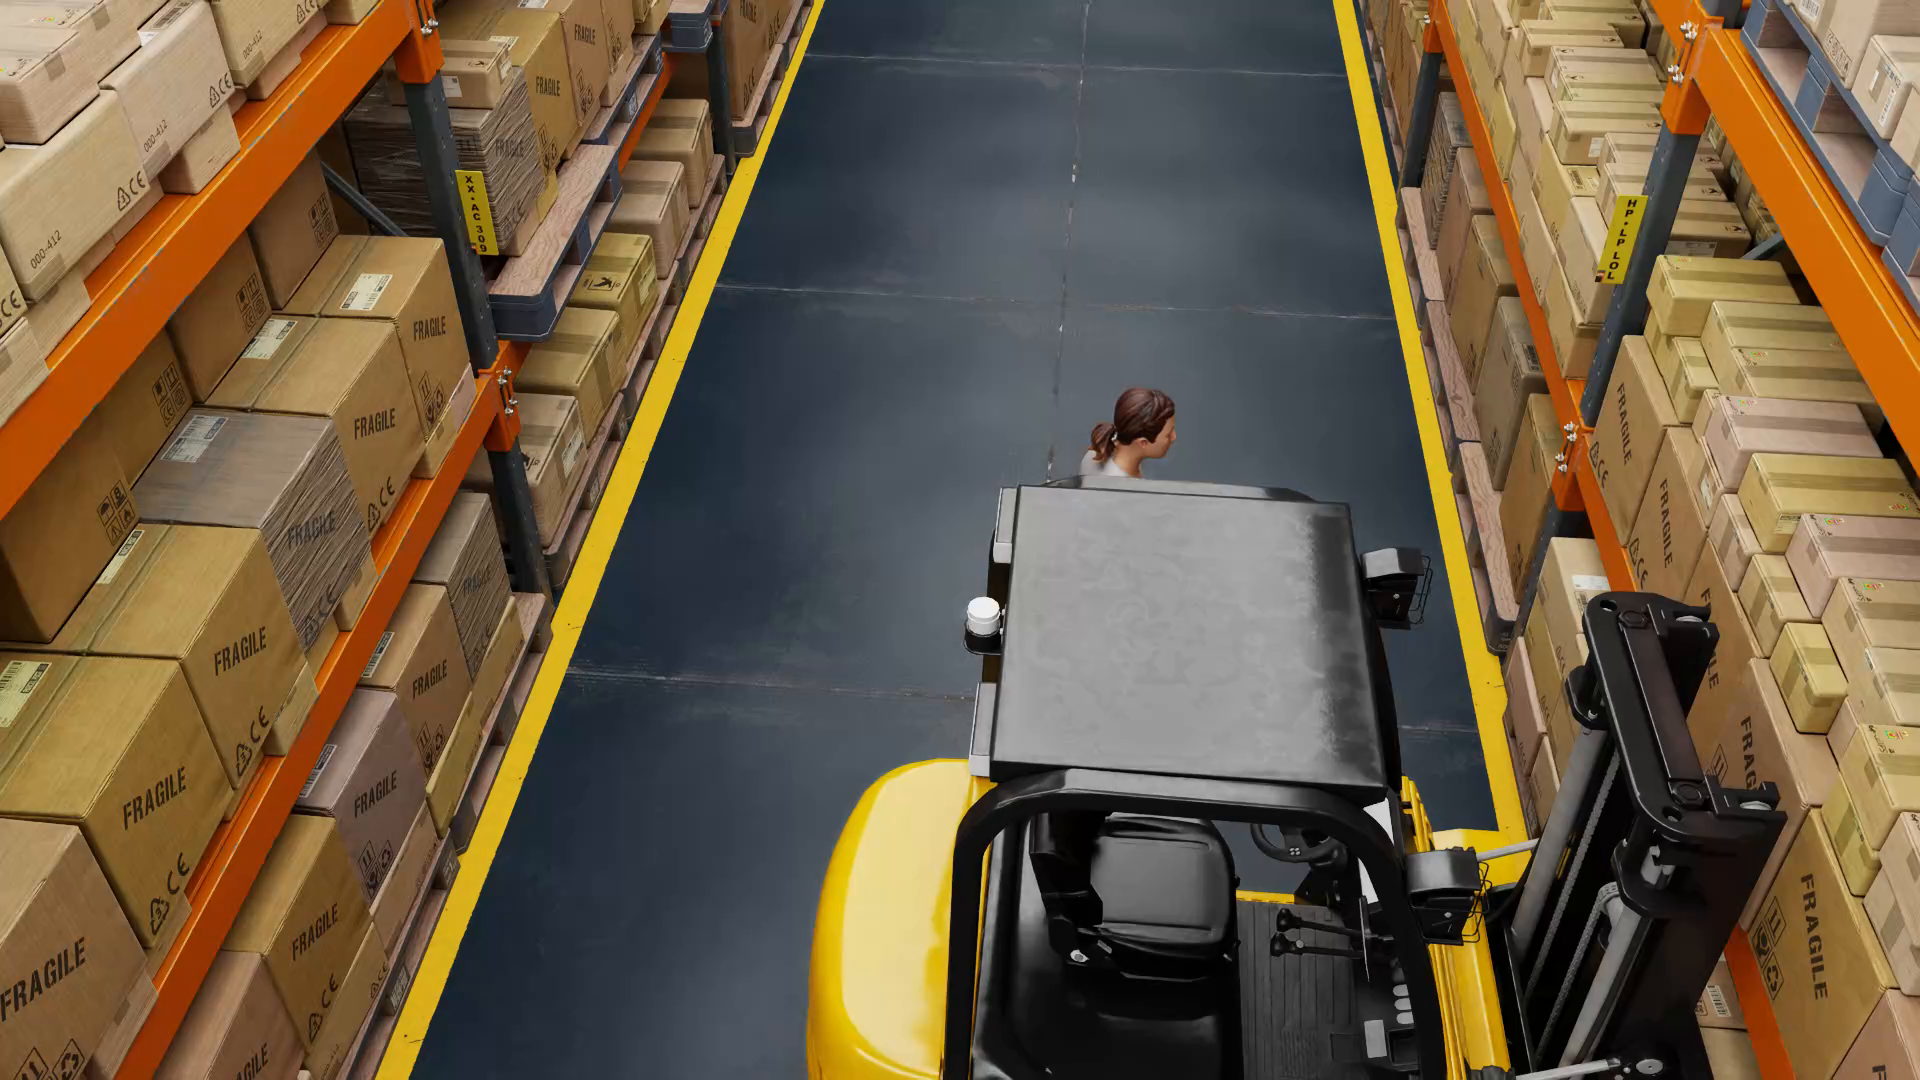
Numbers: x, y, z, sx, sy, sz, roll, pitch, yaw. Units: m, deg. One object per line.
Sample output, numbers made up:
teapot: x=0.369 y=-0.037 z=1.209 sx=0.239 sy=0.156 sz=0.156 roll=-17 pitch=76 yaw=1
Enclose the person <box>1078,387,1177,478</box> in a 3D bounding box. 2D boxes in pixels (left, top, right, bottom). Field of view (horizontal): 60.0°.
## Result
person: x=0.556 y=0.170 z=5.958 sx=0.362 sy=1.671 sz=0.498 roll=2 pitch=40 yaw=2
